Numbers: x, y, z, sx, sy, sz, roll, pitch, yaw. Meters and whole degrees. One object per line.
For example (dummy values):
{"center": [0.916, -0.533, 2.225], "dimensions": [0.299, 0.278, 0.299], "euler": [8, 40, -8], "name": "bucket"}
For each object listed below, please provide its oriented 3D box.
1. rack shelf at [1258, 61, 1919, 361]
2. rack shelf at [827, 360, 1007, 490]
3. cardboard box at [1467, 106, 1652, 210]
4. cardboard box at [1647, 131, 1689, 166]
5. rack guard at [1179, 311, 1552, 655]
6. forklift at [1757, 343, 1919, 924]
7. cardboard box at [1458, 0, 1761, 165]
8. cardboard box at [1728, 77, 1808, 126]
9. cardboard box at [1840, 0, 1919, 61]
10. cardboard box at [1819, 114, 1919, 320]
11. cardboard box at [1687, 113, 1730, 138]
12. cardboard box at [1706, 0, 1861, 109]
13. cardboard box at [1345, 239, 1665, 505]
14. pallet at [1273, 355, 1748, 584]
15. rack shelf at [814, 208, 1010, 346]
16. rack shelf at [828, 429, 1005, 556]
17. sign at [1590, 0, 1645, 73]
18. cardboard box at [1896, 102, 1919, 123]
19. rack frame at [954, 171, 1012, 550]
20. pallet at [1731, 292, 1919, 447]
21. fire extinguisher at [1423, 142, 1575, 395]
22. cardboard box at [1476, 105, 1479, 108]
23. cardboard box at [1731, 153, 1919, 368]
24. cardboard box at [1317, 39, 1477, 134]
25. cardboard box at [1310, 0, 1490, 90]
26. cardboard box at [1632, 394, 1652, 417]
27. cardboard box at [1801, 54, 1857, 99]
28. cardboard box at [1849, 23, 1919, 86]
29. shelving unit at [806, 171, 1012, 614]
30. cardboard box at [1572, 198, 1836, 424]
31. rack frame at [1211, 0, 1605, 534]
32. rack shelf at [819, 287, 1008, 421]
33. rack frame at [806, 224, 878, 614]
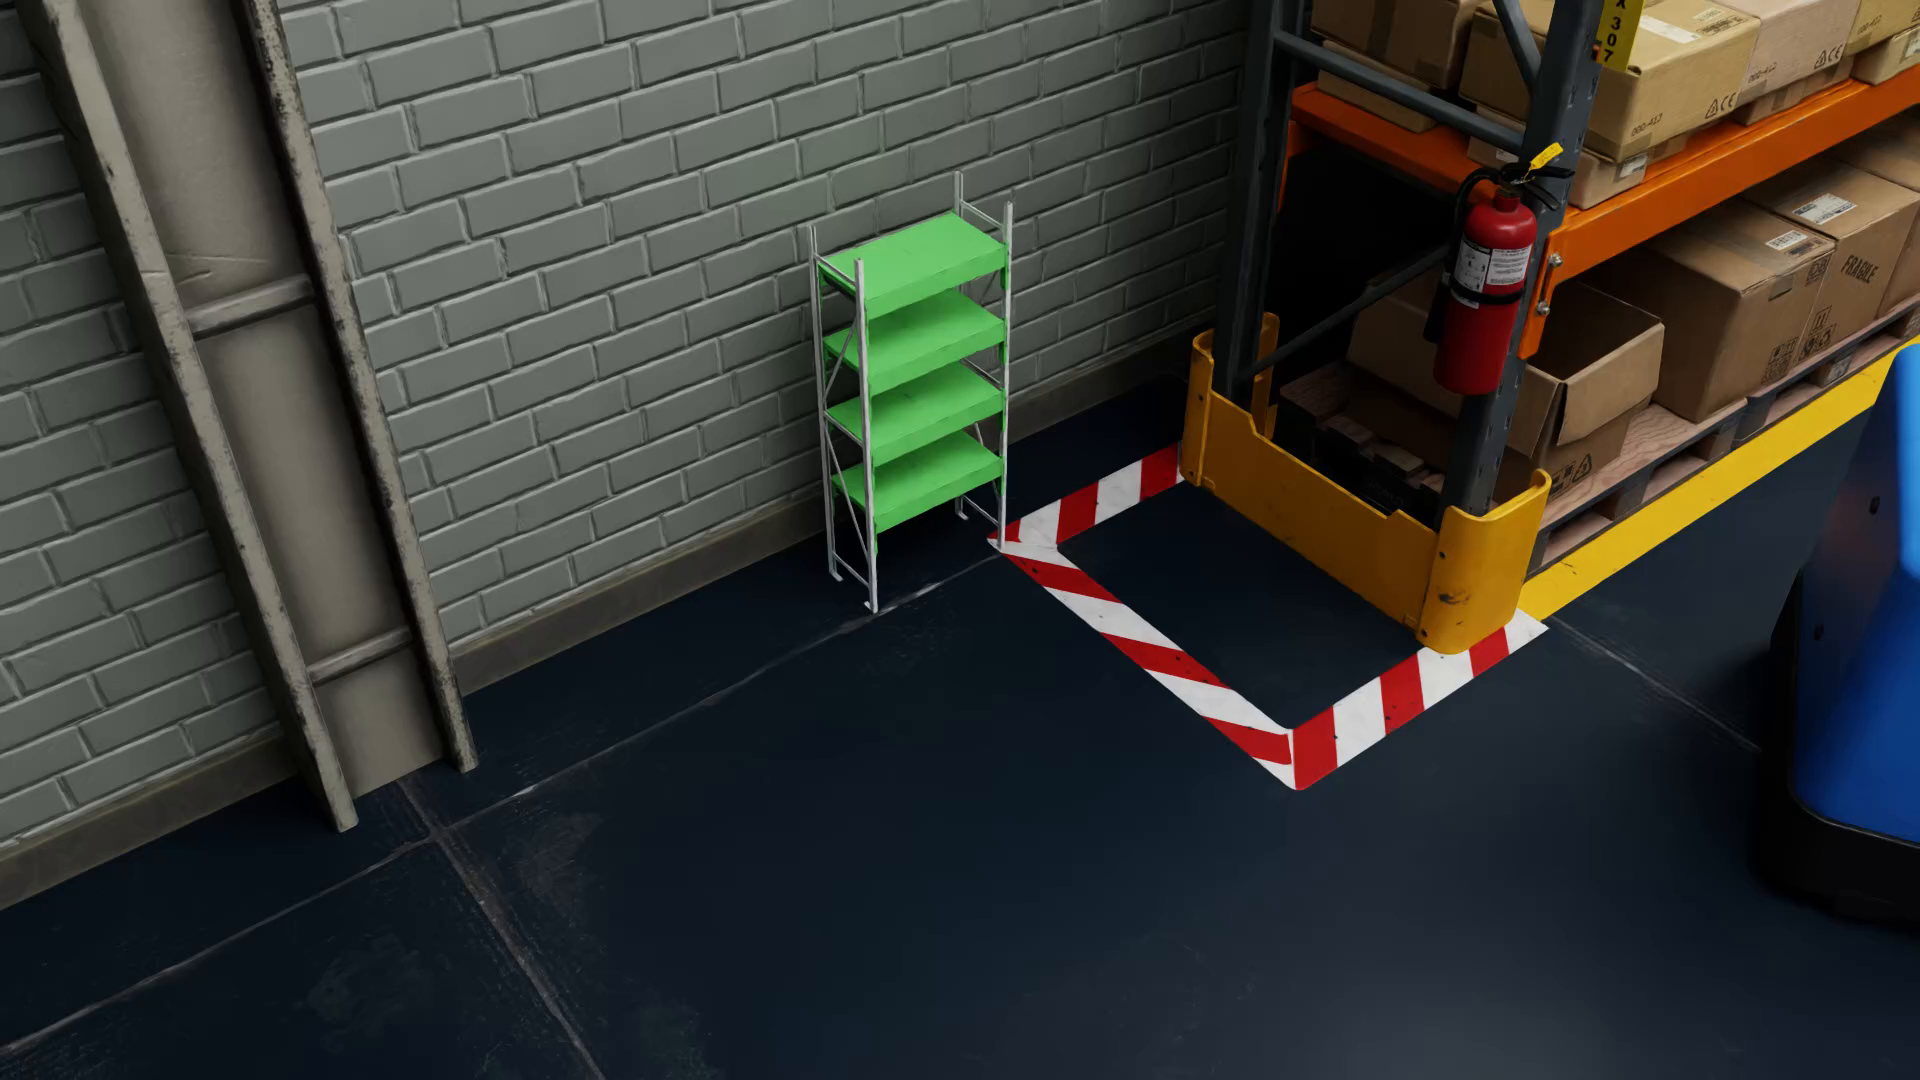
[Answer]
{"center": [2.721, -1.634, 5.444], "dimensions": [4.000, 0.370, 1.077], "euler": [-26, 46, -28], "name": "rack shelf"}
{"center": [-0.131, -0.351, 4.832], "dimensions": [0.480, 0.148, 0.258], "euler": [-26, 46, -28], "name": "rack shelf"}
{"center": [1.563, -1.031, 4.340], "dimensions": [0.250, 0.149, 0.380], "euler": [-26, 46, -28], "name": "cardboard box"}
{"center": [1.737, -1.153, 4.489], "dimensions": [0.250, 0.149, 0.380], "euler": [-25, 45, -27], "name": "cardboard box"}
{"center": [1.196, -0.202, 5.103], "dimensions": [0.348, 0.500, 1.175], "euler": [-26, 46, -28], "name": "rack guard"}
{"center": [3.570, -0.177, 3.155], "dimensions": [3.031, 2.935, 1.130], "euler": [15, 42, 17], "name": "forklift"}
{"center": [1.659, -1.236, 4.276], "dimensions": [0.500, 0.250, 0.500], "euler": [-26, 46, -28], "name": "cardboard box"}
{"center": [2.162, -1.339, 4.715], "dimensions": [0.250, 0.149, 0.380], "euler": [-25, 45, -27], "name": "cardboard box"}
{"center": [2.459, -1.629, 4.754], "dimensions": [0.500, 0.250, 0.500], "euler": [-27, 46, -29], "name": "cardboard box"}
{"center": [3.203, -1.236, 6.032], "dimensions": [0.500, 0.500, 0.700], "euler": [-28, 47, -30], "name": "cardboard box"}
{"center": [1.924, -1.272, 4.634], "dimensions": [0.250, 0.149, 0.380], "euler": [-27, 46, -29], "name": "cardboard box"}
{"center": [2.059, -1.431, 4.513], "dimensions": [0.500, 0.250, 0.500], "euler": [-25, 46, -28], "name": "cardboard box"}
{"center": [1.678, -0.525, 5.163], "dimensions": [0.637, 0.503, 0.797], "euler": [-28, 47, -30], "name": "cardboard box"}
{"center": [1.827, -0.399, 5.570], "dimensions": [1.213, 0.211, 1.003], "euler": [-26, 46, -28], "name": "pallet"}
{"center": [-0.131, -0.722, 4.527], "dimensions": [0.480, 0.148, 0.258], "euler": [-26, 46, -28], "name": "rack shelf"}
{"center": [-0.131, -0.165, 4.984], "dimensions": [0.480, 0.148, 0.258], "euler": [-26, 46, -28], "name": "rack shelf"}
{"center": [1.466, -1.201, 3.667], "dimensions": [0.005, 0.325, 0.100], "euler": [-26, 46, -28], "name": "sign"}
{"center": [3.639, -1.672, 6.712], "dimensions": [0.500, 0.311, 0.500], "euler": [-24, 45, -27], "name": "cardboard box"}
{"center": [0.062, -0.494, 4.906], "dimensions": [0.015, 1.200, 0.240], "euler": [-26, 46, -28], "name": "rack frame"}
{"center": [2.794, -0.868, 6.142], "dimensions": [1.213, 0.211, 1.003], "euler": [-26, 46, -28], "name": "pallet"}
{"center": [1.300, -0.676, 4.064], "dimensions": [0.183, 0.674, 0.296], "euler": [-26, 46, -28], "name": "fire extinguisher"}
{"center": [1.473, -1.373, 4.756], "dimensions": [0.250, 0.149, 0.380], "euler": [-25, 45, -27], "name": "cardboard box"}
{"center": [2.860, -0.989, 5.730], "dimensions": [0.500, 0.500, 0.500], "euler": [-25, 46, -27], "name": "cardboard box"}
{"center": [1.235, -1.305, 4.674], "dimensions": [0.250, 0.149, 0.380], "euler": [-27, 46, -29], "name": "cardboard box"}
{"center": [1.338, -1.508, 4.607], "dimensions": [0.500, 0.250, 0.500], "euler": [-25, 45, -27], "name": "cardboard box"}
{"center": [2.039, -0.533, 5.451], "dimensions": [0.250, 0.149, 0.380], "euler": [-28, 47, -30], "name": "cardboard box"}
{"center": [2.369, -1.444, 4.844], "dimensions": [0.250, 0.149, 0.380], "euler": [-25, 46, -27], "name": "cardboard box"}
{"center": [2.615, -1.504, 4.917], "dimensions": [0.250, 0.149, 0.380], "euler": [-27, 47, -29], "name": "cardboard box"}
{"center": [-0.131, -0.400, 4.791], "dimensions": [0.503, 1.200, 0.258], "euler": [-26, 46, -28], "name": "shelving unit"}
{"center": [2.380, -0.835, 5.543], "dimensions": [0.500, 0.500, 0.700], "euler": [-24, 45, -26], "name": "cardboard box"}
{"center": [1.135, -1.139, 4.274], "dimensions": [0.127, 3.000, 1.000], "euler": [-26, 46, -28], "name": "rack frame"}
{"center": [-0.131, -0.536, 4.680], "dimensions": [0.480, 0.148, 0.258], "euler": [-26, 46, -28], "name": "rack shelf"}
{"center": [-0.325, -0.306, 4.676], "dimensions": [0.015, 1.200, 0.240], "euler": [-26, 46, -28], "name": "rack frame"}
